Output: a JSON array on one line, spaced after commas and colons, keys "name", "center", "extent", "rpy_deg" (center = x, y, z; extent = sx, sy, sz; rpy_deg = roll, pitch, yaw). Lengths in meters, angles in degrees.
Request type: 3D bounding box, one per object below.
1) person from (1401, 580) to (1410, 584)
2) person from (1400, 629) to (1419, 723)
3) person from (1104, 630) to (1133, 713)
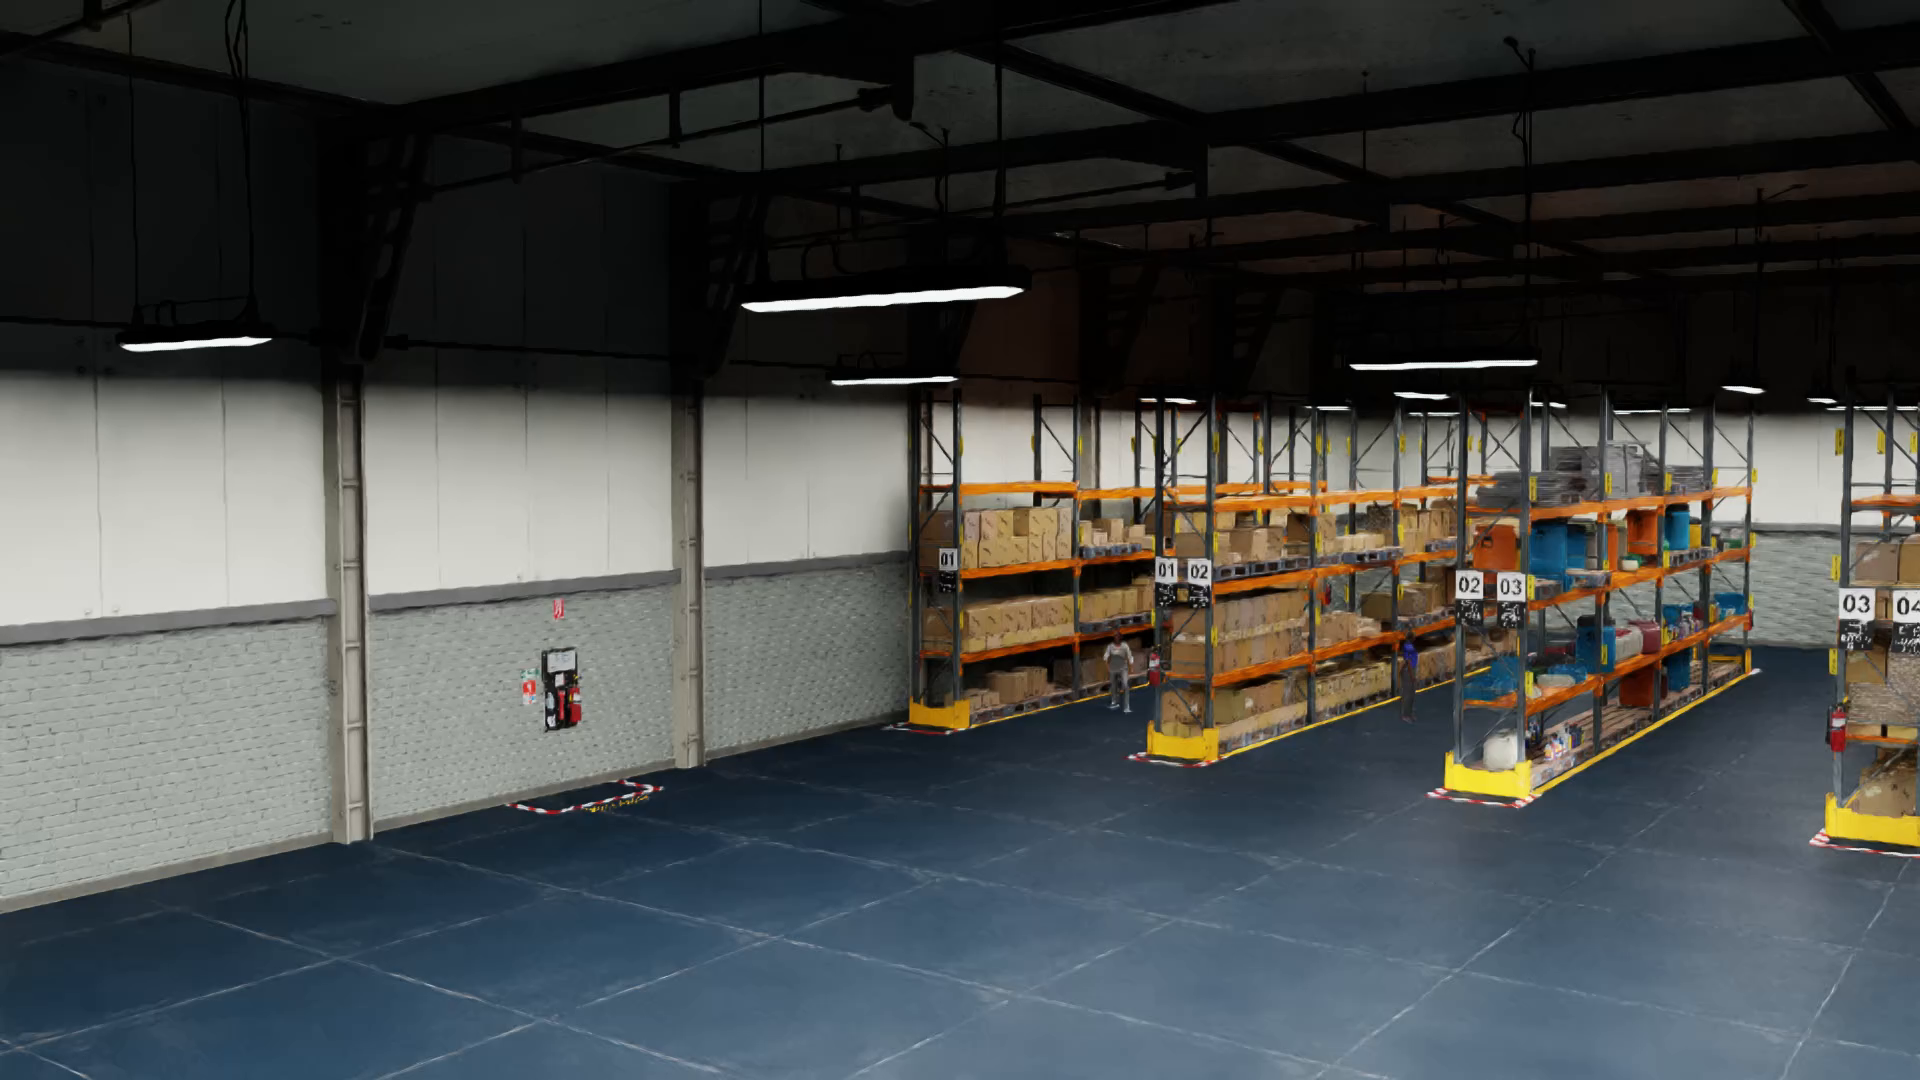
[{"name": "person", "center": [10.669, 1.837, 39.704], "extent": [0.464, 1.772, 0.645], "rpy_deg": [1, 3, 11]}, {"name": "person", "center": [8.191, 2.475, 30.254], "extent": [0.360, 1.724, 0.526], "rpy_deg": [0, 3, 8]}, {"name": "person", "center": [2.993, 2.432, 31.264], "extent": [0.551, 1.505, 0.778], "rpy_deg": [1, 3, 17]}]
